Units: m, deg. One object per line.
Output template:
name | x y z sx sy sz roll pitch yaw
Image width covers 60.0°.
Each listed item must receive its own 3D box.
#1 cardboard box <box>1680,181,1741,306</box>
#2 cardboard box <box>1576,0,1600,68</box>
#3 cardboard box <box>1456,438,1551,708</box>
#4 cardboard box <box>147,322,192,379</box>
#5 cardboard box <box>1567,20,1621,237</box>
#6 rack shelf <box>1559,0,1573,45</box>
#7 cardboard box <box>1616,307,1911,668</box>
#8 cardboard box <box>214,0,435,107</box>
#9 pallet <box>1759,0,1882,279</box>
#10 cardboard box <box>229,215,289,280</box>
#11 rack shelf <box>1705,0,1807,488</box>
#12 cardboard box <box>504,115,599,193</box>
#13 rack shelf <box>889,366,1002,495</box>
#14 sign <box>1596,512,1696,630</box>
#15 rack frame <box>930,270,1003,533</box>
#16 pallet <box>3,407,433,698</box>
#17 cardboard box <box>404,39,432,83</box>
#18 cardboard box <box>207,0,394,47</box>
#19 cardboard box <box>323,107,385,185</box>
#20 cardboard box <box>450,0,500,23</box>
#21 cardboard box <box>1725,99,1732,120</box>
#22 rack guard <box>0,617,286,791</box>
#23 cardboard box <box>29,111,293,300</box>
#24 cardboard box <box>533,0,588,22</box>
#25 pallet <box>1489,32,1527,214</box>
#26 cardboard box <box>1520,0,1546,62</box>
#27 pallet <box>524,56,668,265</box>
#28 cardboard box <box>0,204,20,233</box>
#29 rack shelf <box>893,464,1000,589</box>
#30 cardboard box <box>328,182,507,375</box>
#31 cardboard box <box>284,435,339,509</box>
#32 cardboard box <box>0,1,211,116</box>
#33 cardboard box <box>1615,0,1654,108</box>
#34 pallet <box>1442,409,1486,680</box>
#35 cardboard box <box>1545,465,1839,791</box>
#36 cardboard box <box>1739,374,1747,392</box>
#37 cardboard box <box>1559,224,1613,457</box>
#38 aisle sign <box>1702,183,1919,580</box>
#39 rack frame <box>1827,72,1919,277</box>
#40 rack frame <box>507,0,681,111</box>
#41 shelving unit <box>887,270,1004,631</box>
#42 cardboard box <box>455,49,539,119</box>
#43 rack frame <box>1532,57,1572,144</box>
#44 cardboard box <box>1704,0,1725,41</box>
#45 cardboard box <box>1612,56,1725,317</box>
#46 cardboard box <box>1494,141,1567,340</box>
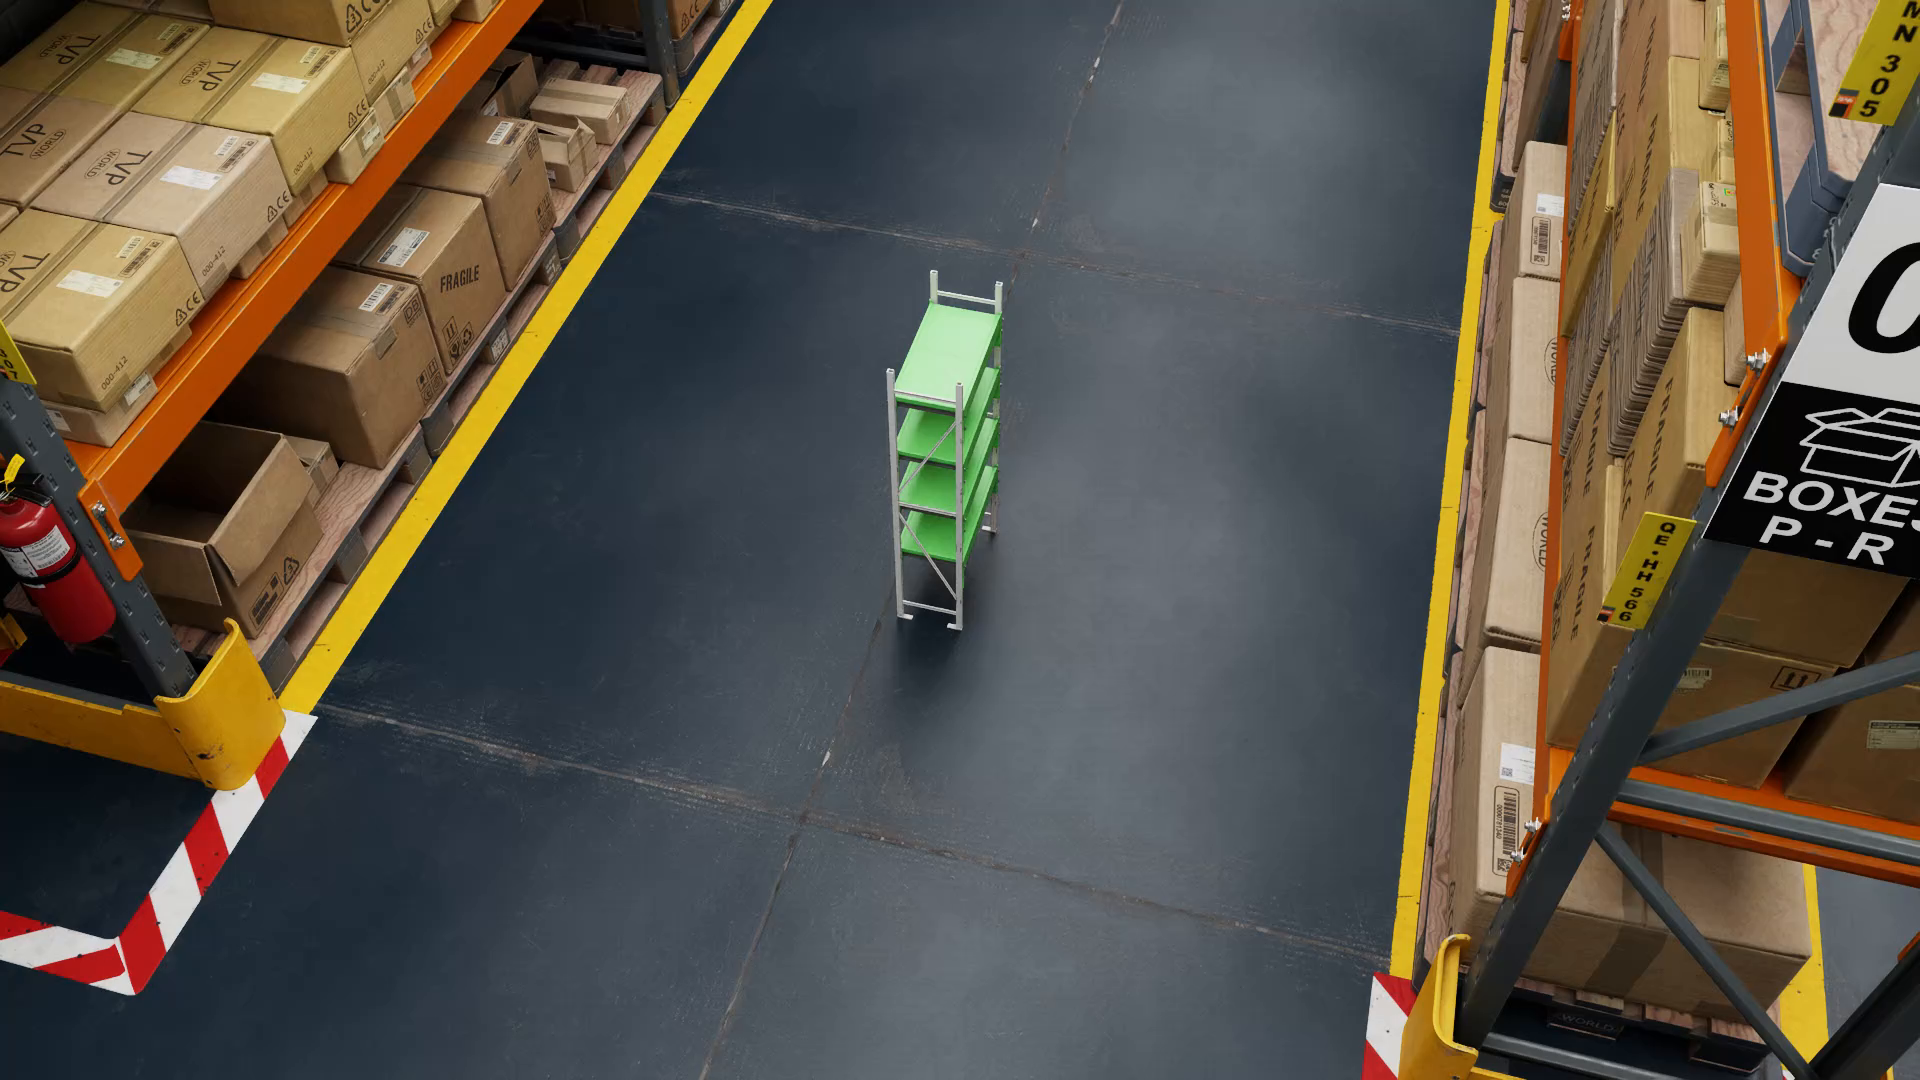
cardboard box | 1.797 -0.626 3.636 0.380 0.149 0.250 11 50 10
cardboard box | 2.542 -1.995 5.944 0.500 0.500 0.500 13 50 11
cardboard box | 2.176 0.192 5.509 0.875 0.438 0.875 13 50 11
cardboard box | -2.550 -0.627 4.970 0.380 0.149 0.250 13 50 11
cardboard box | 2.269 -1.273 5.307 0.500 0.500 0.500 12 50 10
rack shelf | 3.445 -3.458 7.781 1.077 0.370 4.000 12 50 10
cardboard box | 1.763 -0.116 3.618 0.500 0.500 0.500 13 50 11
cardboard box | -2.168 -1.763 5.707 0.500 0.250 0.500 10 49 9
pallet | 2.051 -0.858 3.065 1.003 0.211 1.213 12 50 10
cardboard box | -2.389 -0.995 5.295 0.380 0.149 0.250 13 50 11
rack shelf | 2.392 -1.558 4.103 1.077 0.370 4.000 12 50 10
cardboard box | -1.828 -1.742 7.330 0.396 0.266 0.258 13 50 11
rack shelf | -0.044 -0.394 5.562 0.258 0.148 0.480 12 50 10
sign | 1.346 0.065 3.262 0.100 0.325 0.005 12 50 10
rack frame | 0.021 -0.454 5.850 0.240 1.200 0.015 12 50 10
pallet | -2.695 -0.042 6.147 1.003 0.211 1.213 12 50 10
cardboard box | -2.135 -1.750 5.962 0.380 0.149 0.250 11 50 10
cardboard box | -2.150 -1.990 5.407 0.500 0.500 0.500 13 50 11
cardboard box | -2.186 -1.356 5.614 0.380 0.149 0.250 10 49 9
cardboard box | -1.939 -2.103 6.273 0.380 0.149 0.250 11 49 9
cardboard box | 2.040 -0.975 3.944 0.380 0.149 0.250 11 50 10
rack guard | -2.904 0.439 5.529 1.175 0.500 0.348 12 50 10
cardboard box | -2.412 -1.022 5.053 0.500 0.250 0.500 12 50 10
cardboard box | -2.027 -2.952 8.242 0.500 0.500 0.500 11 50 10
pallet | 3.049 -1.900 7.786 1.003 0.211 1.213 12 50 10
cardboard box | 3.235 -2.805 7.862 0.875 0.875 0.875 13 50 11
pallet | -2.053 -1.807 7.704 1.003 0.211 1.213 12 50 10
cardboard box | -3.059 -0.767 4.828 0.500 0.250 0.500 13 50 11
rack shelf | -0.044 -0.076 5.922 0.258 0.148 0.480 12 50 10
cardboard box | -2.173 -1.042 6.556 0.500 0.500 0.500 12 50 11
cardboard box | -2.522 -0.252 6.093 0.380 0.149 0.250 10 49 9
cardboard box | -2.787 -1.497 5.472 0.500 0.250 0.500 13 50 11
cardboard box | 2.275 -1.585 4.914 0.500 0.500 0.500 12 50 11
pallet | 2.324 0.093 6.027 1.003 0.211 1.213 12 50 10
cardboard box | 1.737 0.209 3.998 0.500 0.500 0.500 12 50 10
cardboard box | 1.767 -0.234 3.290 0.380 0.149 0.250 12 50 11
cardboard box | 2.010 -0.525 4.646 0.500 0.500 0.500 13 50 11
aisle sign | 1.548 -0.226 2.715 0.394 0.787 0.004 12 50 10
rack frame | 1.866 -1.342 1.432 1.000 3.000 0.127 12 50 10
rack frame | -1.871 -3.227 7.097 1.000 3.000 0.127 12 50 10
shelving unit | -0.044 -0.277 5.694 0.258 1.200 0.503 12 50 10
cardboard box | -2.273 -2.045 7.567 0.500 0.311 0.500 13 50 11
rack frame | 2.918 -2.250 6.235 1.000 3.000 0.127 12 50 10
cardboard box | 2.137 -1.354 4.278 0.380 0.149 0.250 13 50 11
cardboard box | 2.005 -0.857 4.272 0.500 0.500 0.500 11 50 10
cardboard box | 2.650 -1.108 6.656 0.875 0.438 0.875 11 49 9
